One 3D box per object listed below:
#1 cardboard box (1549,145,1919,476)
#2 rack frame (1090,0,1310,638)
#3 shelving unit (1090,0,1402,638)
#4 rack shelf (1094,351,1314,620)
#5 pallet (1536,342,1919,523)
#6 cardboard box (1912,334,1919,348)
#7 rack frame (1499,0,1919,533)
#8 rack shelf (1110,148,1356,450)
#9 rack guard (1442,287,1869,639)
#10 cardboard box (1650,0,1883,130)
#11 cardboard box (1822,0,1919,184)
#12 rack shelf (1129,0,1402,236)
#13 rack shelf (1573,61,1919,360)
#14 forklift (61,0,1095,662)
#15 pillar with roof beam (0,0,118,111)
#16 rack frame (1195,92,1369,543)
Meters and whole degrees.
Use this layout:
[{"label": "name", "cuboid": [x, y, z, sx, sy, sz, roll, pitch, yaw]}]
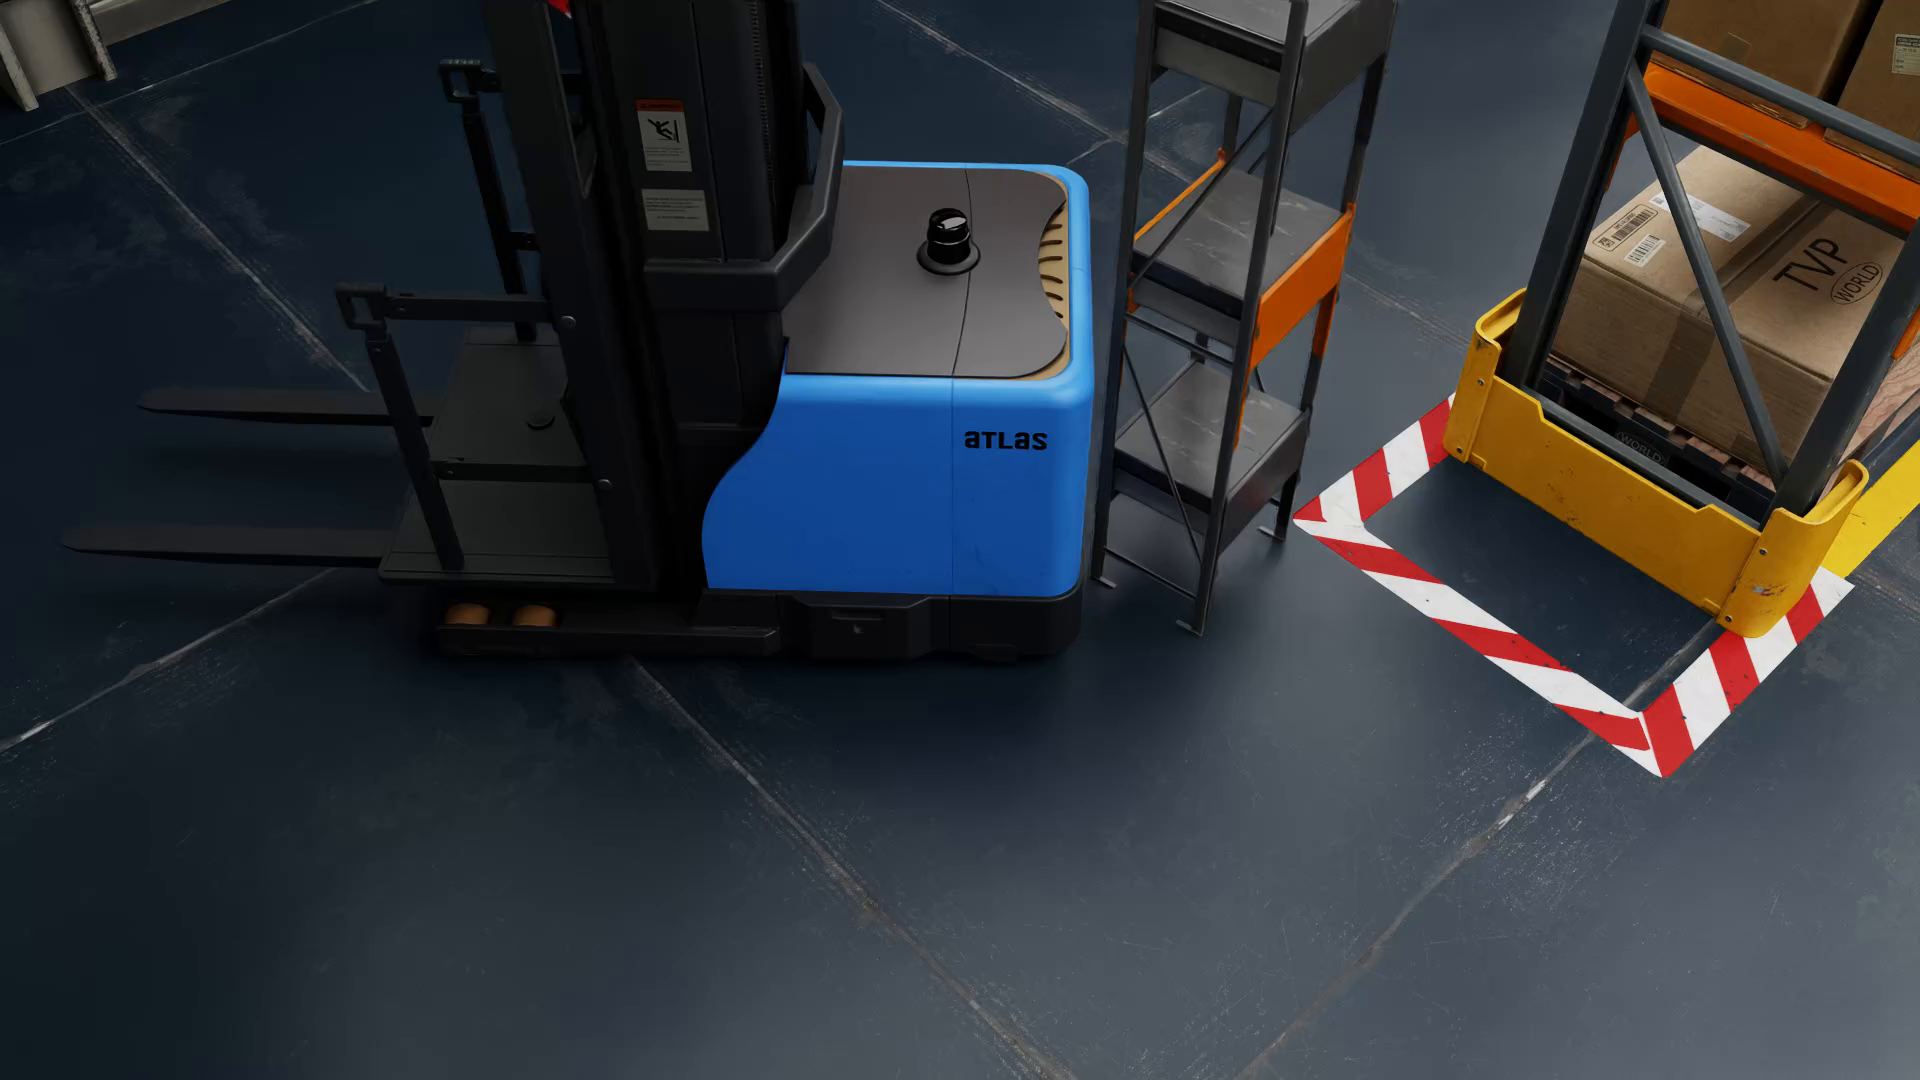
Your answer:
[{"label": "cardboard box", "cuboid": [2.539, -0.771, 5.378, 0.875, 0.438, 0.875, -36, 57, -28]}, {"label": "rack frame", "cuboid": [0.565, -0.512, 4.294, 0.400, 2.100, 0.015, 30, 54, 24]}, {"label": "shelving unit", "cuboid": [0.714, -0.654, 4.425, 0.431, 2.100, 0.503, 30, 54, 24]}, {"label": "rack shelf", "cuboid": [0.714, -0.170, 4.949, 0.431, 0.518, 0.480, 30, 54, 24]}, {"label": "pallet", "cuboid": [2.656, -0.609, 5.669, 1.213, 0.211, 1.003, -34, 56, -27]}, {"label": "cardboard box", "cuboid": [3.210, -1.228, 5.800, 0.875, 0.438, 0.875, -32, 55, -26]}, {"label": "rack frame", "cuboid": [2.118, -1.117, 4.240, 0.127, 3.000, 1.000, -34, 56, -27]}, {"label": "rack shelf", "cuboid": [0.714, -0.645, 4.435, 0.431, 0.518, 0.480, 30, 54, 24]}, {"label": "rack guard", "cuboid": [2.100, -0.258, 5.147, 0.348, 0.500, 1.175, -34, 56, -27]}, {"label": "cardboard box", "cuboid": [2.296, -1.533, 4.556, 0.500, 0.500, 0.500, -33, 56, -27]}, {"label": "cardboard box", "cuboid": [2.666, -1.232, 4.278, 0.500, 0.500, 0.500, -34, 56, -27]}, {"label": "rack shelf", "cuboid": [0.714, -1.119, 3.920, 0.431, 0.518, 0.480, 30, 54, 24]}, {"label": "rack shelf", "cuboid": [3.597, -1.862, 5.417, 4.000, 0.370, 1.077, -34, 56, -27]}, {"label": "forklift", "cuboid": [-1.146, -1.034, 4.209, 3.031, 2.935, 1.130, 2, 47, 1]}, {"label": "pillar with roof beam", "cuboid": [-0.930, -2.665, 1.586, 0.400, 9.000, 9.100, -34, 56, -27]}, {"label": "rack frame", "cuboid": [0.863, -0.796, 4.556, 0.400, 2.100, 0.015, 30, 54, 24]}]
